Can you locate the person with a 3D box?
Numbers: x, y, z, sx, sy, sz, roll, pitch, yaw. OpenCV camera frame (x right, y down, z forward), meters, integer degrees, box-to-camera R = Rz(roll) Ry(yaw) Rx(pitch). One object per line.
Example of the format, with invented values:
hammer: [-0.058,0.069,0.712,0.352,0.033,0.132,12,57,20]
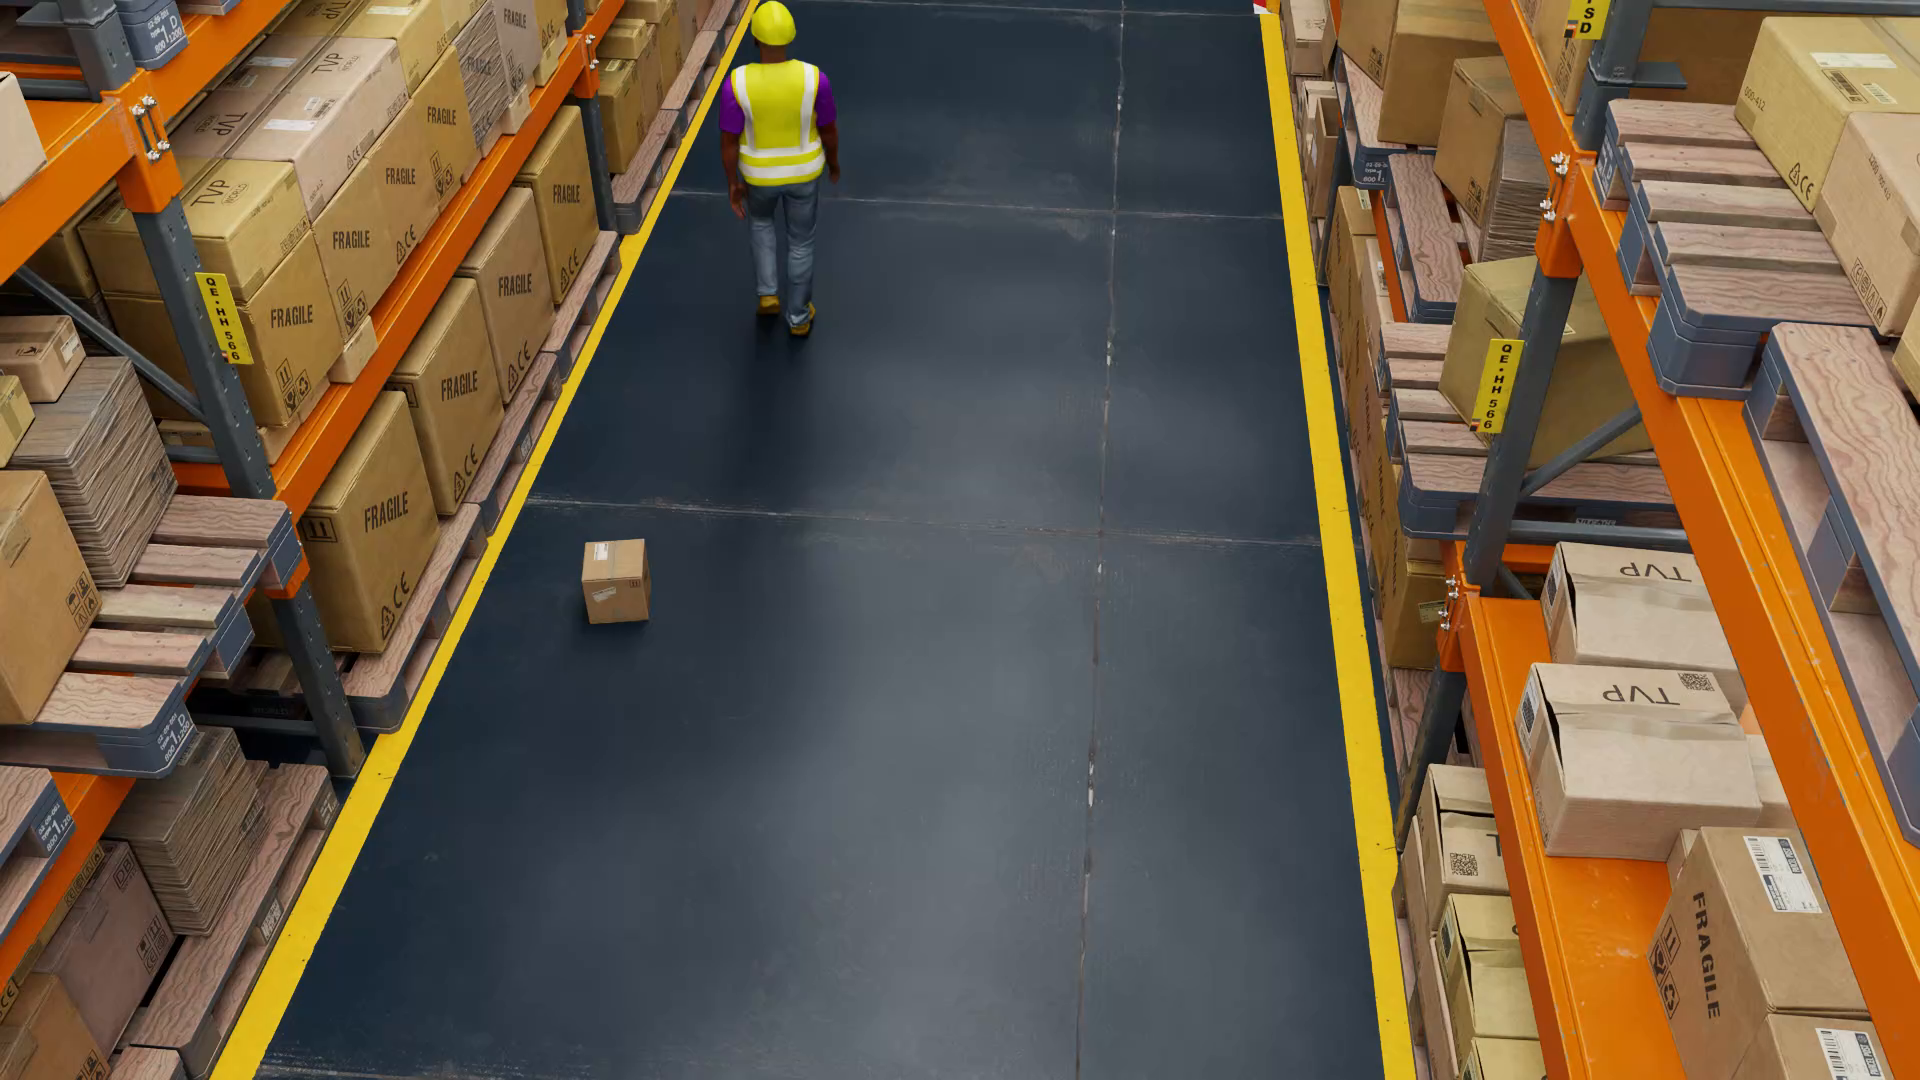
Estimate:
person: [7.478,1.764,2.920,16.431,3.213,14.161,-2,40,-2]
